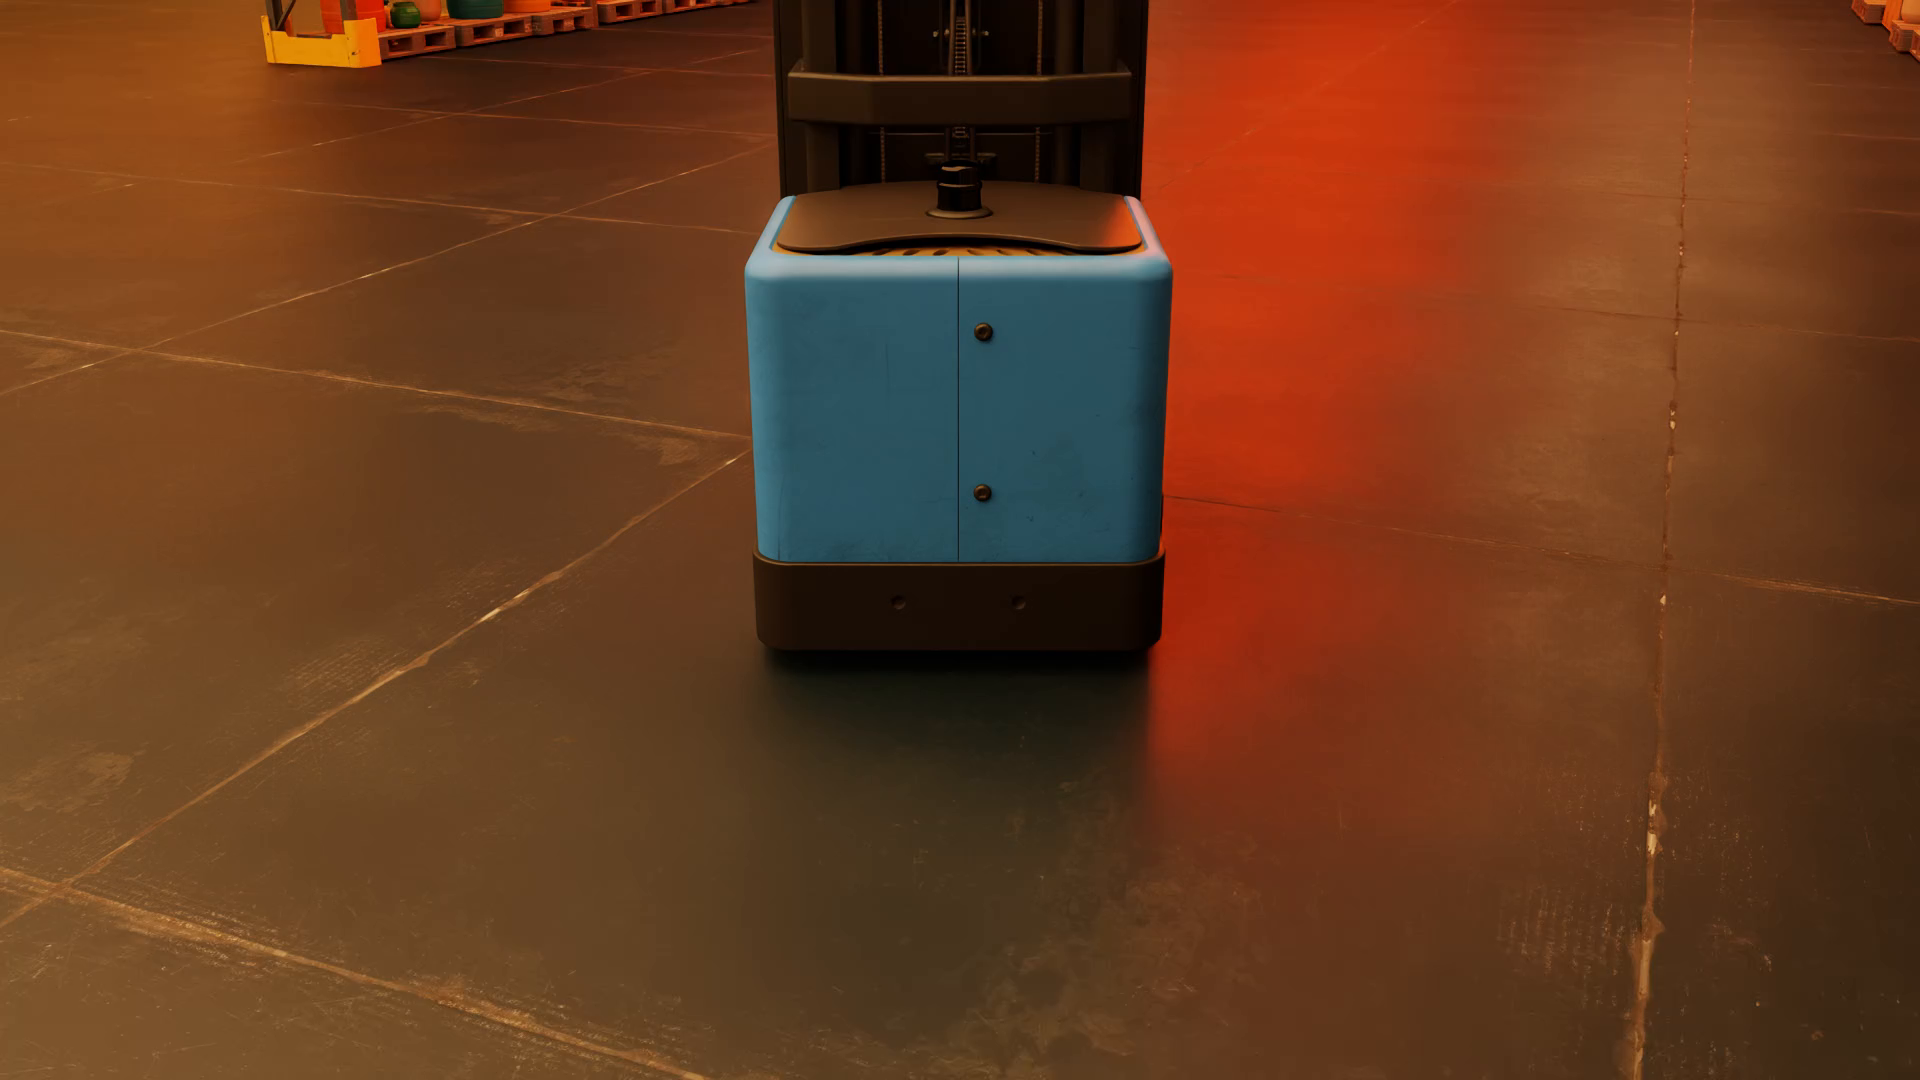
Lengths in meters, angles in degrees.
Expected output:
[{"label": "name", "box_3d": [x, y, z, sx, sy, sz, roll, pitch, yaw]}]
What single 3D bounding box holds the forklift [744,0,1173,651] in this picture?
[{"label": "forklift", "box_3d": [0.002, -1.587, 5.089, 1.130, 2.935, 3.031, 0, 23, 0]}]
